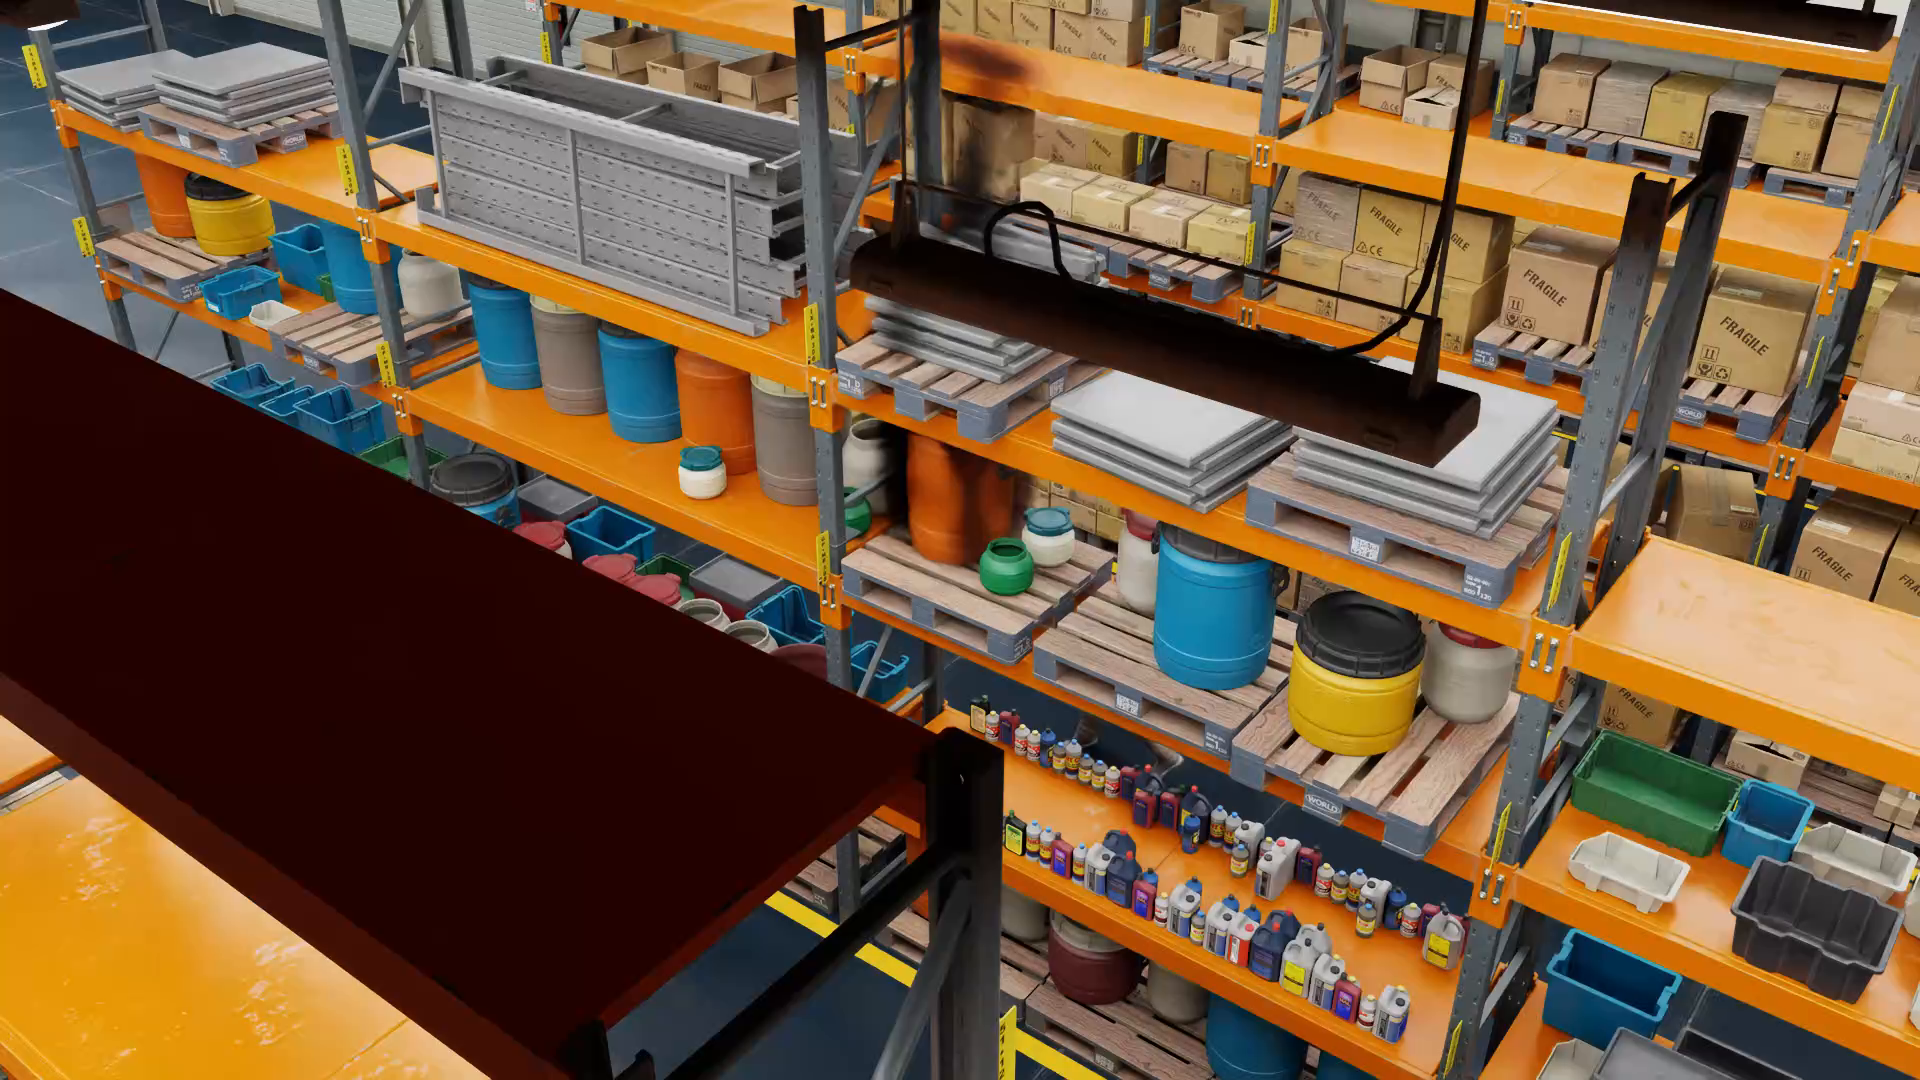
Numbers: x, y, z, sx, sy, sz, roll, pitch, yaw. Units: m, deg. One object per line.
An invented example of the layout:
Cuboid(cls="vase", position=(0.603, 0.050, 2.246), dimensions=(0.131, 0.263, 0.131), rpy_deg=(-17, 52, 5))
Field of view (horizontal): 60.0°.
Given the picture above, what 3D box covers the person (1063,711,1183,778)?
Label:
Cuboid(cls="person", position=(1.199, 0.999, 12.127), dimensions=(0.981, 1.693, 0.705), rpy_deg=(20, 37, 29))
